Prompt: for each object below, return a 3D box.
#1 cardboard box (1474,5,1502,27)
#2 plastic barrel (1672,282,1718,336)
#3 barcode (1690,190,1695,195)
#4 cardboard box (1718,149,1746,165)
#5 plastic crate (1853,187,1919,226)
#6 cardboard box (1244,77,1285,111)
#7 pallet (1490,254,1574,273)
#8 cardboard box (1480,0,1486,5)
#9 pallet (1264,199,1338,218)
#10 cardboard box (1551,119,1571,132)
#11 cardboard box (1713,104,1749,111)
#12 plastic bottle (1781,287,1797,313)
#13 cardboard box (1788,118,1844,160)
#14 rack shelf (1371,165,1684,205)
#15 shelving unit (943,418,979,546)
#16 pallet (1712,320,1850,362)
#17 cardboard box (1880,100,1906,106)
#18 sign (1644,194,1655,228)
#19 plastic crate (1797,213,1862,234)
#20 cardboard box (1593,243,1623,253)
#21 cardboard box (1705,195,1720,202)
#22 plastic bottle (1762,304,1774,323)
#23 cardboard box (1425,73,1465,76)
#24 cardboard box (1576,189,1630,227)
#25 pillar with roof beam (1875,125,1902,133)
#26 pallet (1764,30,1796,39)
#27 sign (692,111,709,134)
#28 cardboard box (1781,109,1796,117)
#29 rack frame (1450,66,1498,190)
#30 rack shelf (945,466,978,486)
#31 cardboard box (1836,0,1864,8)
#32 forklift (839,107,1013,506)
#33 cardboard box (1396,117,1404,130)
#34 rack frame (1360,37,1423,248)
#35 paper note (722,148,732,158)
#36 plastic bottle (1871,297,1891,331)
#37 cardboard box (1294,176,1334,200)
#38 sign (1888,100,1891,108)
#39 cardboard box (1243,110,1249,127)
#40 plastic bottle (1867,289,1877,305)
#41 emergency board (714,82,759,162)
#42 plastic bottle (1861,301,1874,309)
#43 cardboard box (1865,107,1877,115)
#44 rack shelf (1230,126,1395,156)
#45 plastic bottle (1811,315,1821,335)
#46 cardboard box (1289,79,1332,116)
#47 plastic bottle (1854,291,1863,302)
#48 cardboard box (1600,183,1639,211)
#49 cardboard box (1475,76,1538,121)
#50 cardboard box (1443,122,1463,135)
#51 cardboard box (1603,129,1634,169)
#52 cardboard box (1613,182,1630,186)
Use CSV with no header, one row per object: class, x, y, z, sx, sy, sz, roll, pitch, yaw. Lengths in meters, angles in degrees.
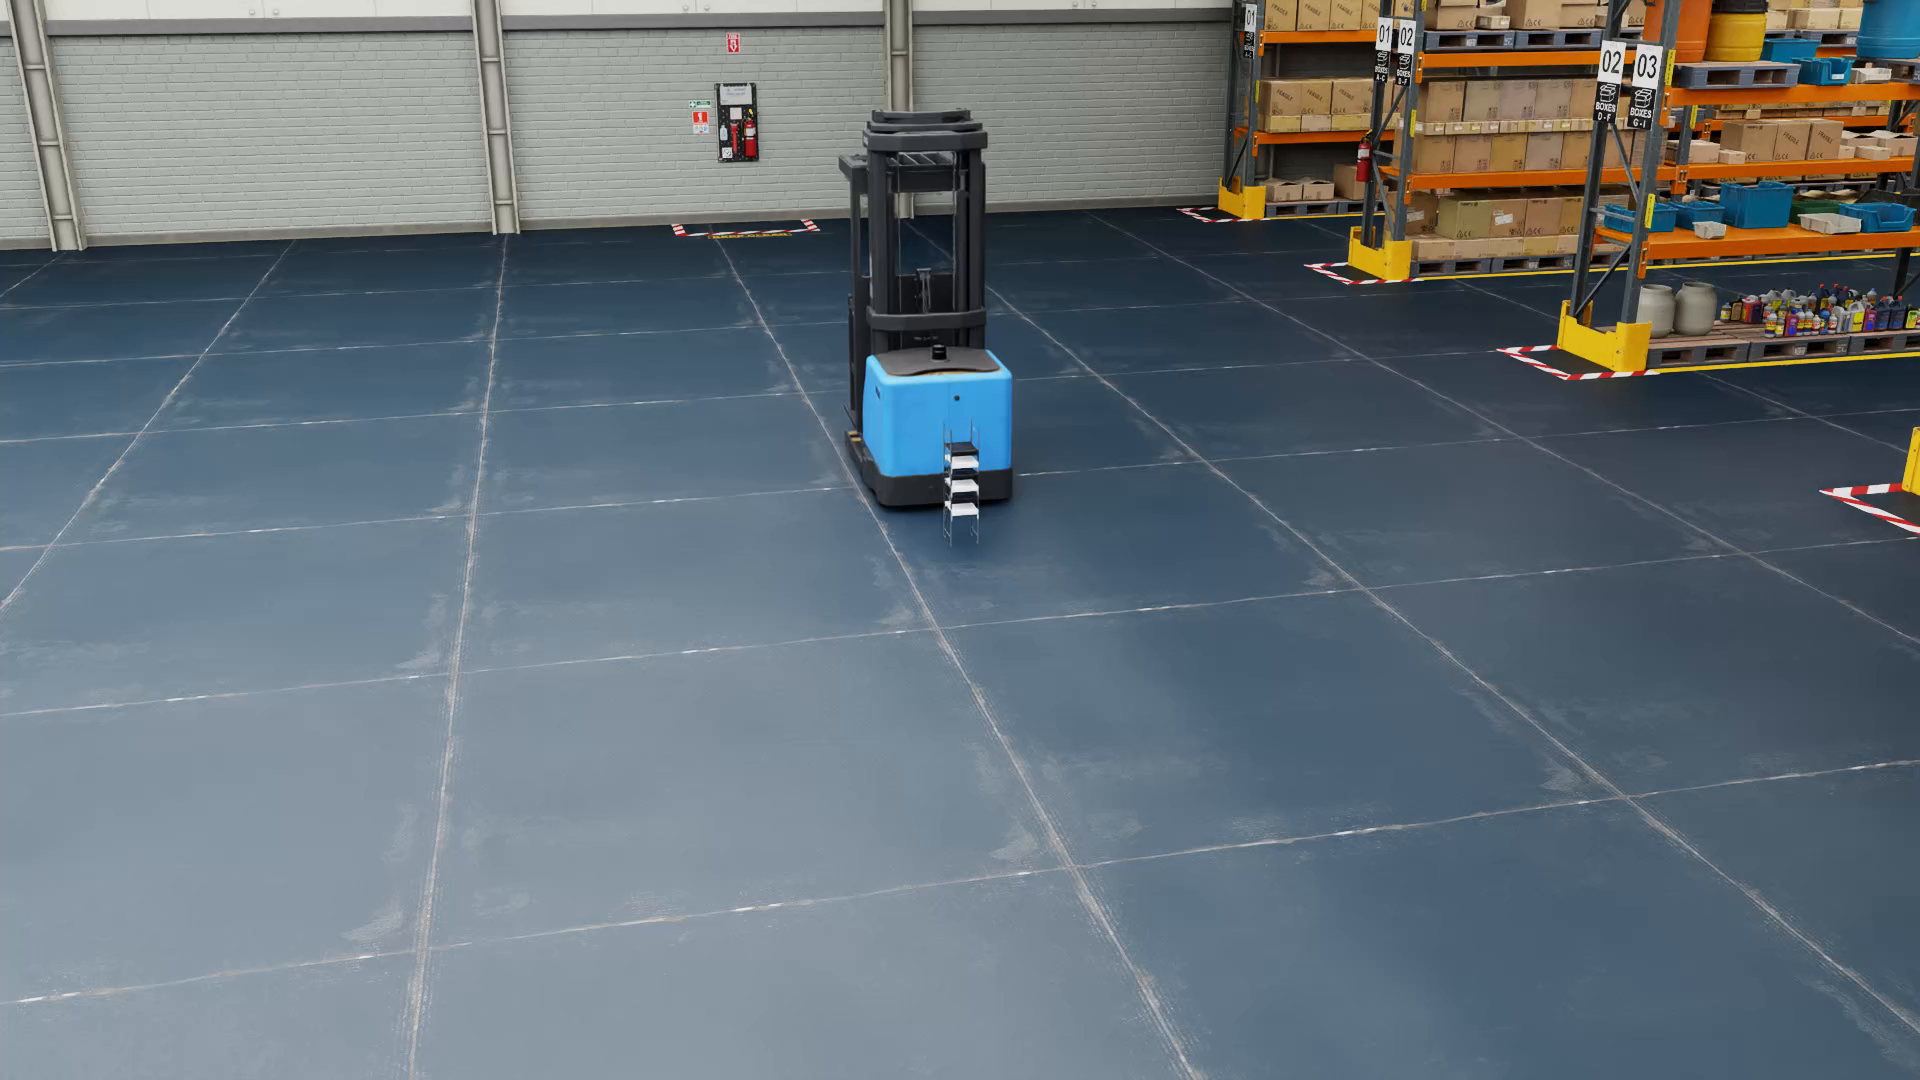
cardboard box,6.614,-6.744,21.408,0.500,0.250,0.500,-5,21,-12
plastic barrel,7.801,-2.452,17.654,0.421,0.512,0.421,0,20,0
barcode,9.791,-4.645,22.233,0.075,0.075,0.001,-5,21,-12
cardboard box,10.356,-5.164,22.417,0.250,0.149,0.380,-5,21,-12
plastic crate,10.044,-3.594,17.856,0.504,0.338,0.767,-5,21,-12
cardboard box,4.820,-7.021,26.220,0.500,0.500,0.500,-5,21,-13
pallet,7.474,-3.825,22.448,1.213,0.211,1.003,-5,21,-12
cardboard box,7.866,-8.280,26.023,0.500,0.500,0.500,-4,21,-11
pallet,5.283,-5.371,26.670,1.213,0.211,1.003,-5,21,-12
cardboard box,7.738,-5.417,21.653,0.250,0.149,0.380,-4,20,-11
cardboard box,12.728,-7.404,27.559,0.500,0.500,0.500,-4,21,-11
plastic bottle,9.105,-2.611,18.294,0.185,0.351,0.144,-5,21,-13
cardboard box,11.710,-5.506,22.839,0.500,0.500,0.500,-6,21,-15
rack shelf,7.500,-4.785,22.061,4.000,0.370,1.077,-5,21,-12
shelving unit,0.008,-0.423,12.162,0.210,0.900,0.258,-5,21,-12
pallet,8.730,-2.176,17.948,1.213,0.211,1.003,-5,21,-12
cardboard box,15.697,-7.647,28.222,0.500,0.500,0.500,-5,21,-13
sign,6.813,-3.251,16.427,0.005,0.325,0.100,-5,21,-12
plastic crate,9.061,-3.285,17.305,0.437,0.136,0.530,-5,21,-12
cardboard box,8.557,-4.041,22.371,0.500,0.250,0.500,-5,21,-12
cardboard box,10.766,-4.660,23.247,0.500,0.311,0.500,-5,21,-13
plastic bottle,8.810,-2.472,18.130,0.097,0.201,0.097,0,20,0
cardboard box,7.798,-7.262,26.878,0.500,0.500,0.500,-5,21,-14
cardboard box,8.557,-4.393,22.244,0.500,0.500,0.500,-5,21,-12
pillar with roof beam,17.561,-9.293,24.600,0.400,9.000,9.100,-5,21,-12
pallet,10.302,-6.673,22.089,1.217,0.209,0.805,-5,21,-15
sign,-3.922,-6.317,25.146,0.234,0.329,0.001,-5,21,-12
cardboard box,13.815,-7.206,27.962,0.250,0.149,0.380,-4,21,-12
rack frame,8.303,-6.939,26.895,0.127,3.000,1.000,-5,21,-12
rack shelf,0.008,-0.476,12.142,0.200,0.077,0.258,-5,21,-12
cardboard box,14.680,-9.135,27.746,0.500,0.500,0.700,-5,21,-13
forklift,-0.386,-2.109,13.810,1.130,2.935,3.031,-4,21,-11
cardboard box,5.882,-5.410,21.633,0.250,0.149,0.380,-5,21,-13
rack frame,5.554,-4.964,21.505,0.127,3.000,1.000,-5,21,-12
paper note,-3.548,-5.905,25.353,0.142,0.148,0.016,-5,21,-12
plastic bottle,9.836,-2.422,17.778,0.185,0.351,0.144,-6,21,-15
cardboard box,5.659,-5.636,26.608,0.500,0.311,0.500,-3,20,-8
sign,13.205,-6.285,23.542,0.005,0.325,0.100,-5,21,-12
cardboard box,4.821,-6.663,26.331,0.500,0.250,0.500,-4,21,-12
plastic bottle,10.172,-2.669,18.568,0.097,0.271,0.097,0,20,0
emergency board,-3.360,-6.309,25.177,0.643,1.169,0.194,-5,21,-12
plastic bottle,9.777,-2.435,17.921,0.135,0.276,0.152,-5,21,-12
cardboard box,15.322,-7.308,28.241,0.250,0.149,0.380,-4,20,-11
rack shelf,6.357,-6.442,26.587,4.000,0.370,1.077,-5,21,-12
plastic bottle,9.054,-2.280,17.608,0.097,0.201,0.097,0,20,0
cardboard box,5.428,-6.886,25.850,0.500,0.500,0.500,-5,21,-12
plastic bottle,9.889,-2.605,18.373,0.133,0.283,0.061,-5,21,-12
cardboard box,8.923,-4.607,22.827,0.500,0.500,0.500,-5,21,-12
cardboard box,7.064,-5.741,21.594,0.500,0.500,0.700,-5,21,-12
cardboard box,6.242,-5.296,21.324,0.250,0.149,0.380,-5,21,-14
cardboard box,8.505,-5.246,22.131,0.500,0.500,0.700,-5,21,-13
cardboard box,10.979,-6.212,27.905,0.500,0.500,0.700,-5,21,-13
